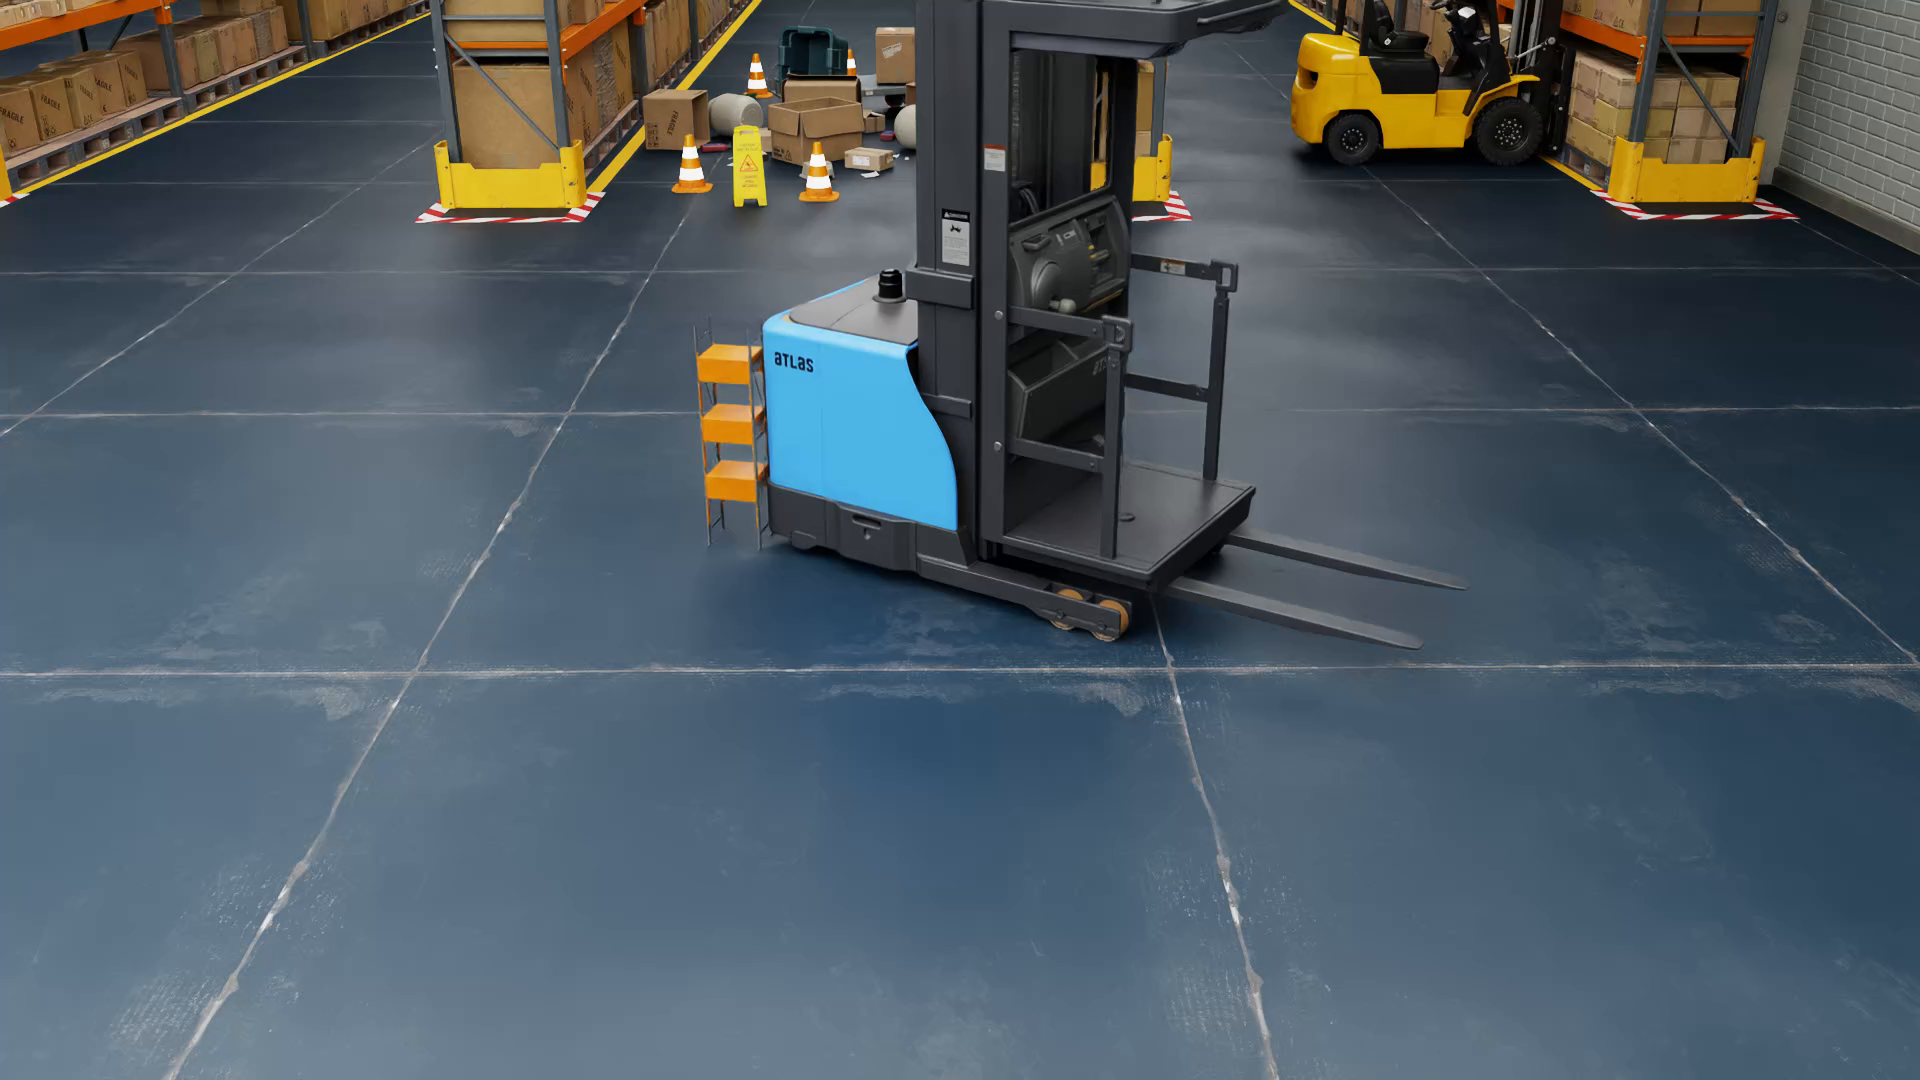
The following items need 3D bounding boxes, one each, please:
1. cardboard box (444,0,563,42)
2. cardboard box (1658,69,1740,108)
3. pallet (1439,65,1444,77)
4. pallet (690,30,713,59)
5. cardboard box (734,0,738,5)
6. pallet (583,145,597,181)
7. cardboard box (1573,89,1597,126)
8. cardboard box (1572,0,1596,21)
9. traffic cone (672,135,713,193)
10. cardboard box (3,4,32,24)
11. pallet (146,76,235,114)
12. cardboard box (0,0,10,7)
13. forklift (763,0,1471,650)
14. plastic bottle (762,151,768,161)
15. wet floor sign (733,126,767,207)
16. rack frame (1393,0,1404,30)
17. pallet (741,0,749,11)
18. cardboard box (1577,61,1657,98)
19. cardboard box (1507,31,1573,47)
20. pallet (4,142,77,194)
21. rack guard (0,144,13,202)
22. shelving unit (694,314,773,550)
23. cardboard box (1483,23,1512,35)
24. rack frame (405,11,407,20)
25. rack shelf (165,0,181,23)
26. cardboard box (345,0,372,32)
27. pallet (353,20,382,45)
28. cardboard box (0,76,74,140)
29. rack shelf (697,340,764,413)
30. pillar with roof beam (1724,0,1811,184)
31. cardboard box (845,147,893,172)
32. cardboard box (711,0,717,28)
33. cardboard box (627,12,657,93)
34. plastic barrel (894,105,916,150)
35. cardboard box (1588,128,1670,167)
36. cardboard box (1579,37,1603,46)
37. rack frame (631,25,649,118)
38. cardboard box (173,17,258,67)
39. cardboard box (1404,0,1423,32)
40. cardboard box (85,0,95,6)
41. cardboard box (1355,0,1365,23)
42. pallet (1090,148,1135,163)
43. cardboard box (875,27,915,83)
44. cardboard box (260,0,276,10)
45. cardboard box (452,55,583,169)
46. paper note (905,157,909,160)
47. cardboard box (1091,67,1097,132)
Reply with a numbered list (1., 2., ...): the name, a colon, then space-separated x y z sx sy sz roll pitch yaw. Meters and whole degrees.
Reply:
1. cardboard box: -3.802 -4.435 13.734 0.875 0.550 0.550 0 24 -1
2. cardboard box: 6.343 -3.894 14.335 0.500 0.250 0.500 -1 24 -1
3. pallet: 6.052 -5.487 19.625 1.003 0.211 1.213 0 24 -1
4. pallet: -3.847 -6.562 22.002 1.003 0.211 1.213 0 24 -1
5. cardboard box: -3.566 -8.202 25.196 0.380 0.149 0.250 -1 24 -3
6. pallet: -3.840 -3.272 14.729 1.003 0.211 1.213 0 24 -1
7. cardboard box: 5.847 -3.874 14.895 0.500 0.250 0.500 0 24 -1
8. cardboard box: 5.889 -4.974 14.986 0.500 0.500 0.500 -1 24 -2
9. traffic cone: -2.339 -3.283 14.448 0.336 0.463 0.334 0 24 -1
10. cardboard box: -8.469 -4.649 14.695 0.380 0.149 0.250 0 24 -1
11. pallet: -8.767 -4.932 18.398 1.003 0.211 1.213 0 24 -1
12. cardboard box: -8.818 -4.846 14.343 0.875 0.500 0.500 0 24 -1
13. forklift: 0.637 -1.169 6.777 3.031 2.935 1.130 15 28 29
14. plastic bottle: -1.911 -3.639 15.722 0.133 0.061 0.283 -9 26 -19
15. wet floor sign: -1.773 -3.138 13.905 0.267 0.644 0.232 -4 25 -10
16. rack frame: 6.072 -7.598 20.910 1.000 3.000 0.127 0 24 -1
17. pallet: -3.943 -8.669 26.660 1.003 0.211 1.213 0 24 -1
18. cardboard box: 5.831 -4.094 14.776 0.500 0.250 0.500 0 24 0
19. cardboard box: 5.803 -4.932 16.629 0.500 0.250 0.500 0 24 0
20. pallet: -8.688 -3.329 14.854 1.003 0.211 1.213 0 24 -1
21. rack guard: -8.714 -3.125 14.054 1.175 0.500 0.348 0 24 -1
22. shelving unit: -1.020 -0.483 7.545 0.252 1.050 0.215 5 25 11
23. cardboard box: 6.099 -5.274 18.143 0.875 0.625 0.625 1 24 2
24. rack frame: -8.844 -9.178 24.403 1.000 3.000 0.127 0 24 -1
25. rack shelf: -8.779 -6.378 19.084 1.077 0.370 4.000 0 24 -1
26. cardboard box: -8.790 -7.405 22.551 1.225 0.875 0.875 0 24 0
27. pallet: -8.744 -7.086 23.161 1.003 0.211 1.213 0 24 -1
28. cardboard box: -8.732 -4.047 15.582 0.500 0.500 0.500 2 24 4
29. rack shelf: -1.020 -0.732 7.432 0.240 0.259 0.215 5 25 11
30. pillar with roof beam: 2.748 -7.307 12.985 9.100 9.000 0.400 0 24 -1
31. cardboard box: -0.838 -3.509 15.329 0.380 0.149 0.250 13 27 27
32. cardboard box: -3.612 -7.274 22.717 0.500 0.500 0.500 -1 24 -2
33. cardboard box: -3.893 -5.284 18.013 1.050 0.750 0.750 0 24 -1
34. plastic barrel: -0.341 -3.948 15.966 0.512 0.421 0.421 19 30 35
35. cardboard box: 5.838 -3.432 14.526 0.500 0.250 0.500 0 24 0
36. cardboard box: 6.327 -4.725 16.170 0.500 0.250 0.500 0 24 0
37. rack frame: -3.796 -5.862 17.071 1.000 3.000 0.127 0 24 -1
38. cardboard box: -8.742 -5.853 19.551 0.700 0.500 0.500 2 24 4
39. cardboard box: 6.065 -6.450 20.744 0.875 0.625 0.625 1 24 1
40. cardboard box: -8.497 -5.164 15.833 0.380 0.149 0.250 0 24 -1
41. cardboard box: 5.825 -7.460 23.127 0.500 0.500 0.500 -1 24 -2
42. pallet: 1.222 -3.373 14.952 1.003 0.211 1.213 0 24 -1
43. cardboard box: -0.627 -5.112 17.526 0.500 0.500 0.500 0 24 -1
44. cardboard box: -8.764 -6.657 20.418 0.500 0.250 0.500 1 24 2
45. cardboard box: -3.826 -3.716 14.395 0.875 0.875 0.875 0 24 0
46. paper note: -0.503 -3.608 15.716 0.032 0.001 0.123 0 24 -1
47. cardboard box: 0.926 -3.887 14.621 0.500 0.500 0.500 0 24 0
